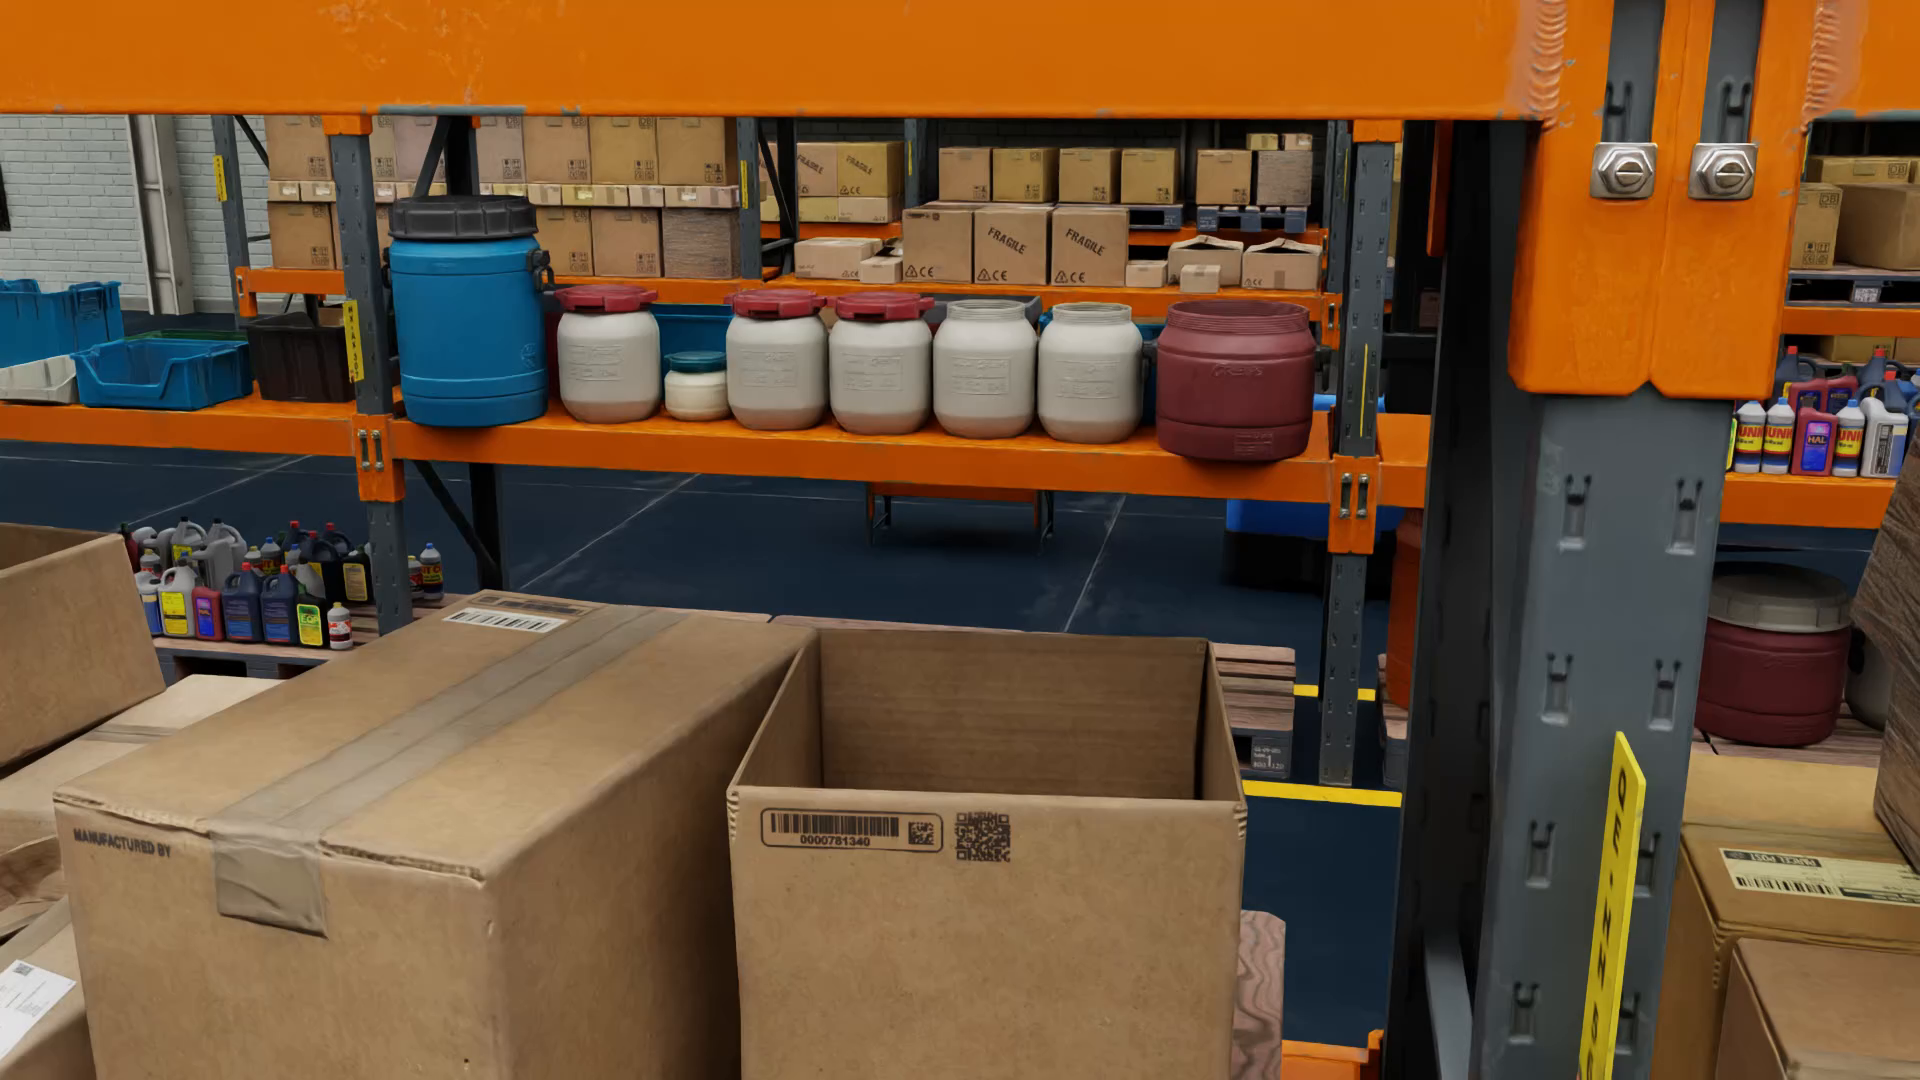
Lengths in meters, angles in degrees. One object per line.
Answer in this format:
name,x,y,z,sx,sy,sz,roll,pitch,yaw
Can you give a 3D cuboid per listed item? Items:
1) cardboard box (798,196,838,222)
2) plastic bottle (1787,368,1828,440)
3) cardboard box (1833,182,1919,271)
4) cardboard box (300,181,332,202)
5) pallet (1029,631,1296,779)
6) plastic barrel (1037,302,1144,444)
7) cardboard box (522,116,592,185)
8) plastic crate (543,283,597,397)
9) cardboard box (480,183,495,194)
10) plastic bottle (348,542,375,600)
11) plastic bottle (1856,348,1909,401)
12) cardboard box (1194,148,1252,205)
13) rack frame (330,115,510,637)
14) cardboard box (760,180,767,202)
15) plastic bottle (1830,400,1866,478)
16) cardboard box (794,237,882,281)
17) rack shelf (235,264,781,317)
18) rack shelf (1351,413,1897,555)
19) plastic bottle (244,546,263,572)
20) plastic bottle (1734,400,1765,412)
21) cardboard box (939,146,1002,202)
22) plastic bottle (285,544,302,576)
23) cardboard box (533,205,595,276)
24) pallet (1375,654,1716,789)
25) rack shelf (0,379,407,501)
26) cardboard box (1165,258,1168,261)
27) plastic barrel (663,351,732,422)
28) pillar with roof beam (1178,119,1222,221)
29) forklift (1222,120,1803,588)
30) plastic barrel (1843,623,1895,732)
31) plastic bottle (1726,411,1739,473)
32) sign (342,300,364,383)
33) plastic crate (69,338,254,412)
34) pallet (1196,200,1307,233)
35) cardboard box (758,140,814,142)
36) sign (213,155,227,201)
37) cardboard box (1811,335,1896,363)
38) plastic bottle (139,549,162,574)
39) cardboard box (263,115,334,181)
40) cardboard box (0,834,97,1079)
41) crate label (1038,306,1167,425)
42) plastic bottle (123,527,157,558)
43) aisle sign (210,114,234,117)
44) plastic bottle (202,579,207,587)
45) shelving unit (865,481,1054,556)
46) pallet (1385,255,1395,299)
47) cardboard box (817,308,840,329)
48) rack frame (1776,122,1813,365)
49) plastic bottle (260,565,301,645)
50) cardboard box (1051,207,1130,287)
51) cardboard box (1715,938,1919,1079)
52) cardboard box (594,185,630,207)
cardboard box,-1.391,-3.325,16.620,0.500,0.250,0.500,3,16,11
plastic bottle,3.319,-0.534,6.520,0.133,0.283,0.061,3,16,11
cardboard box,6.056,-2.026,10.712,0.500,0.500,0.700,-2,16,-8
cardboard box,-4.682,-2.600,12.357,0.250,0.149,0.380,3,16,10
pallet,0.814,0.684,7.128,1.213,0.211,1.003,3,16,11
plastic barrel,0.515,-0.661,6.551,0.421,0.512,0.421,0,15,0
cardboard box,-2.786,-2.866,12.101,0.500,0.500,0.700,3,16,11
plastic crate,-1.819,-0.906,7.526,0.583,0.464,0.402,3,16,11
cardboard box,-3.436,-2.531,12.109,0.250,0.149,0.380,3,16,12
plastic bottle,-2.901,0.138,8.154,0.135,0.276,0.152,4,16,13
plastic bottle,3.626,-0.578,6.551,0.185,0.351,0.144,3,16,11
cardboard box,2.524,-3.505,16.017,0.500,0.500,0.700,2,16,6
rack frame,-2.354,-0.821,7.338,0.127,3.000,1.000,3,16,11
cardboard box,-1.588,-2.543,12.150,0.250,0.149,0.380,3,16,11
plastic bottle,3.165,-0.364,5.929,0.097,0.271,0.097,0,15,0
cardboard box,-0.872,-2.030,11.982,0.500,0.250,0.500,4,16,15
rack shelf,-3.323,-1.877,12.495,4.000,0.370,1.077,3,16,11
rack shelf,3.525,-0.155,6.282,4.000,0.370,1.077,3,16,11
plastic bottle,-3.520,0.132,8.313,0.097,0.201,0.097,0,15,0
plastic bottle,3.167,-0.582,6.691,0.133,0.283,0.061,3,16,11
cardboard box,0.112,-3.637,16.492,0.500,0.500,0.700,3,16,11
plastic bottle,-3.229,0.154,8.104,0.097,0.271,0.097,0,15,0
cardboard box,-2.809,-2.241,12.276,0.500,0.500,0.700,3,16,12
pallet,2.346,0.766,6.830,1.213,0.211,1.003,3,16,11
rack shelf,-4.314,-0.581,7.818,4.000,0.370,1.077,3,16,11
cardboard box,2.278,-2.640,16.359,0.500,0.250,0.500,3,16,12
plastic barrel,-1.088,-0.644,6.958,0.301,0.262,0.301,0,15,0
pillar with roof beam,1.580,-5.261,12.126,0.400,9.000,9.100,3,16,11
forklift,3.016,-1.185,8.779,3.031,2.935,1.130,4,16,15
plastic barrel,3.726,0.476,6.527,0.421,0.512,0.421,0,15,0
plastic bottle,2.727,-0.389,5.995,0.133,0.283,0.061,3,16,11
sign,-2.475,-0.811,6.784,0.005,0.325,0.100,3,16,11
plastic crate,-3.493,-0.738,7.314,0.616,0.251,0.499,3,16,11
pallet,2.820,-3.118,15.988,1.003,0.211,1.213,3,16,11
cardboard box,-1.792,-3.848,17.103,0.500,0.500,0.500,4,16,13
sign,-5.400,-2.640,12.134,0.005,0.325,0.100,3,16,11
cardboard box,8.172,-1.919,15.195,0.500,0.500,0.700,3,16,12
plastic bottle,-4.016,0.147,8.260,0.097,0.201,0.097,0,15,0
cardboard box,-4.777,-2.972,12.485,0.500,0.500,0.700,3,16,11
cardboard box,-1.109,0.531,1.920,0.258,0.266,0.396,3,16,10
crate label,0.646,-0.749,7.012,0.616,0.435,0.502,3,16,11
plastic bottle,-4.145,0.070,8.398,0.135,0.276,0.152,3,16,12
aisle sign,-5.409,-3.506,12.160,0.004,0.787,0.394,3,16,11
plastic bottle,-3.552,0.261,7.694,0.133,0.283,0.061,3,16,11
shelving unit,0.007,-0.542,9.841,1.048,1.125,0.538,3,16,11
pallet,3.234,-1.794,11.209,1.003,0.211,1.213,3,16,11
cardboard box,-1.405,-2.465,17.131,0.500,0.500,0.500,2,16,7
rack frame,7.460,-2.987,15.158,0.127,3.000,1.000,3,16,11
plastic bottle,-3.043,0.284,7.485,0.185,0.351,0.144,3,16,10
cardboard box,0.909,-2.037,11.541,0.500,0.500,0.500,2,16,8
cardboard box,1.001,0.736,1.529,0.500,0.500,0.500,4,16,13
cardboard box,-2.429,-2.477,11.912,0.250,0.149,0.380,3,16,11
